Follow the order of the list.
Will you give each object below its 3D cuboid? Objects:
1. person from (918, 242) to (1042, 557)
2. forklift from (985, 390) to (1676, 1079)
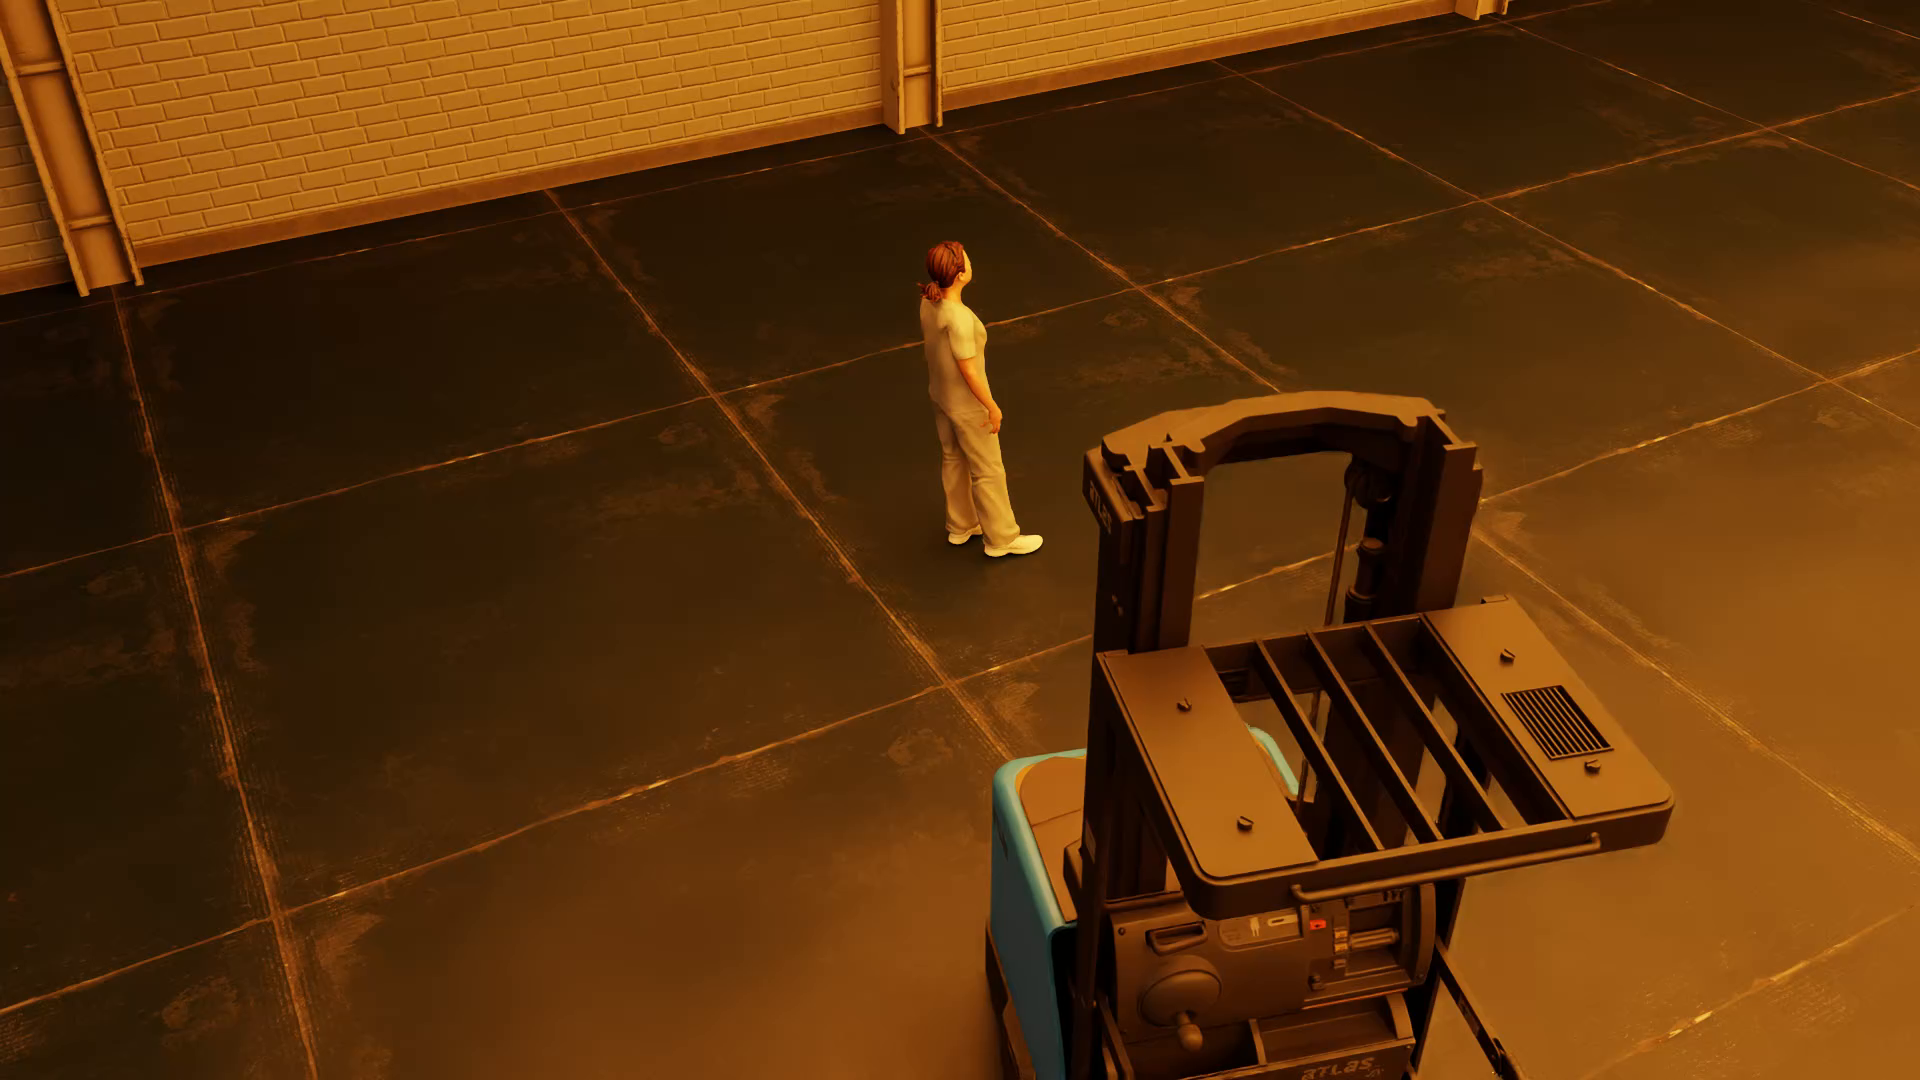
[{"bbox_3d":[0.072,-0.703,8.193,0.548,1.673,0.549,-17,39,-23],"label":"person"},{"bbox_3d":[0.918,1.212,4.409,1.130,2.935,3.031,-7,36,-10],"label":"forklift"}]
